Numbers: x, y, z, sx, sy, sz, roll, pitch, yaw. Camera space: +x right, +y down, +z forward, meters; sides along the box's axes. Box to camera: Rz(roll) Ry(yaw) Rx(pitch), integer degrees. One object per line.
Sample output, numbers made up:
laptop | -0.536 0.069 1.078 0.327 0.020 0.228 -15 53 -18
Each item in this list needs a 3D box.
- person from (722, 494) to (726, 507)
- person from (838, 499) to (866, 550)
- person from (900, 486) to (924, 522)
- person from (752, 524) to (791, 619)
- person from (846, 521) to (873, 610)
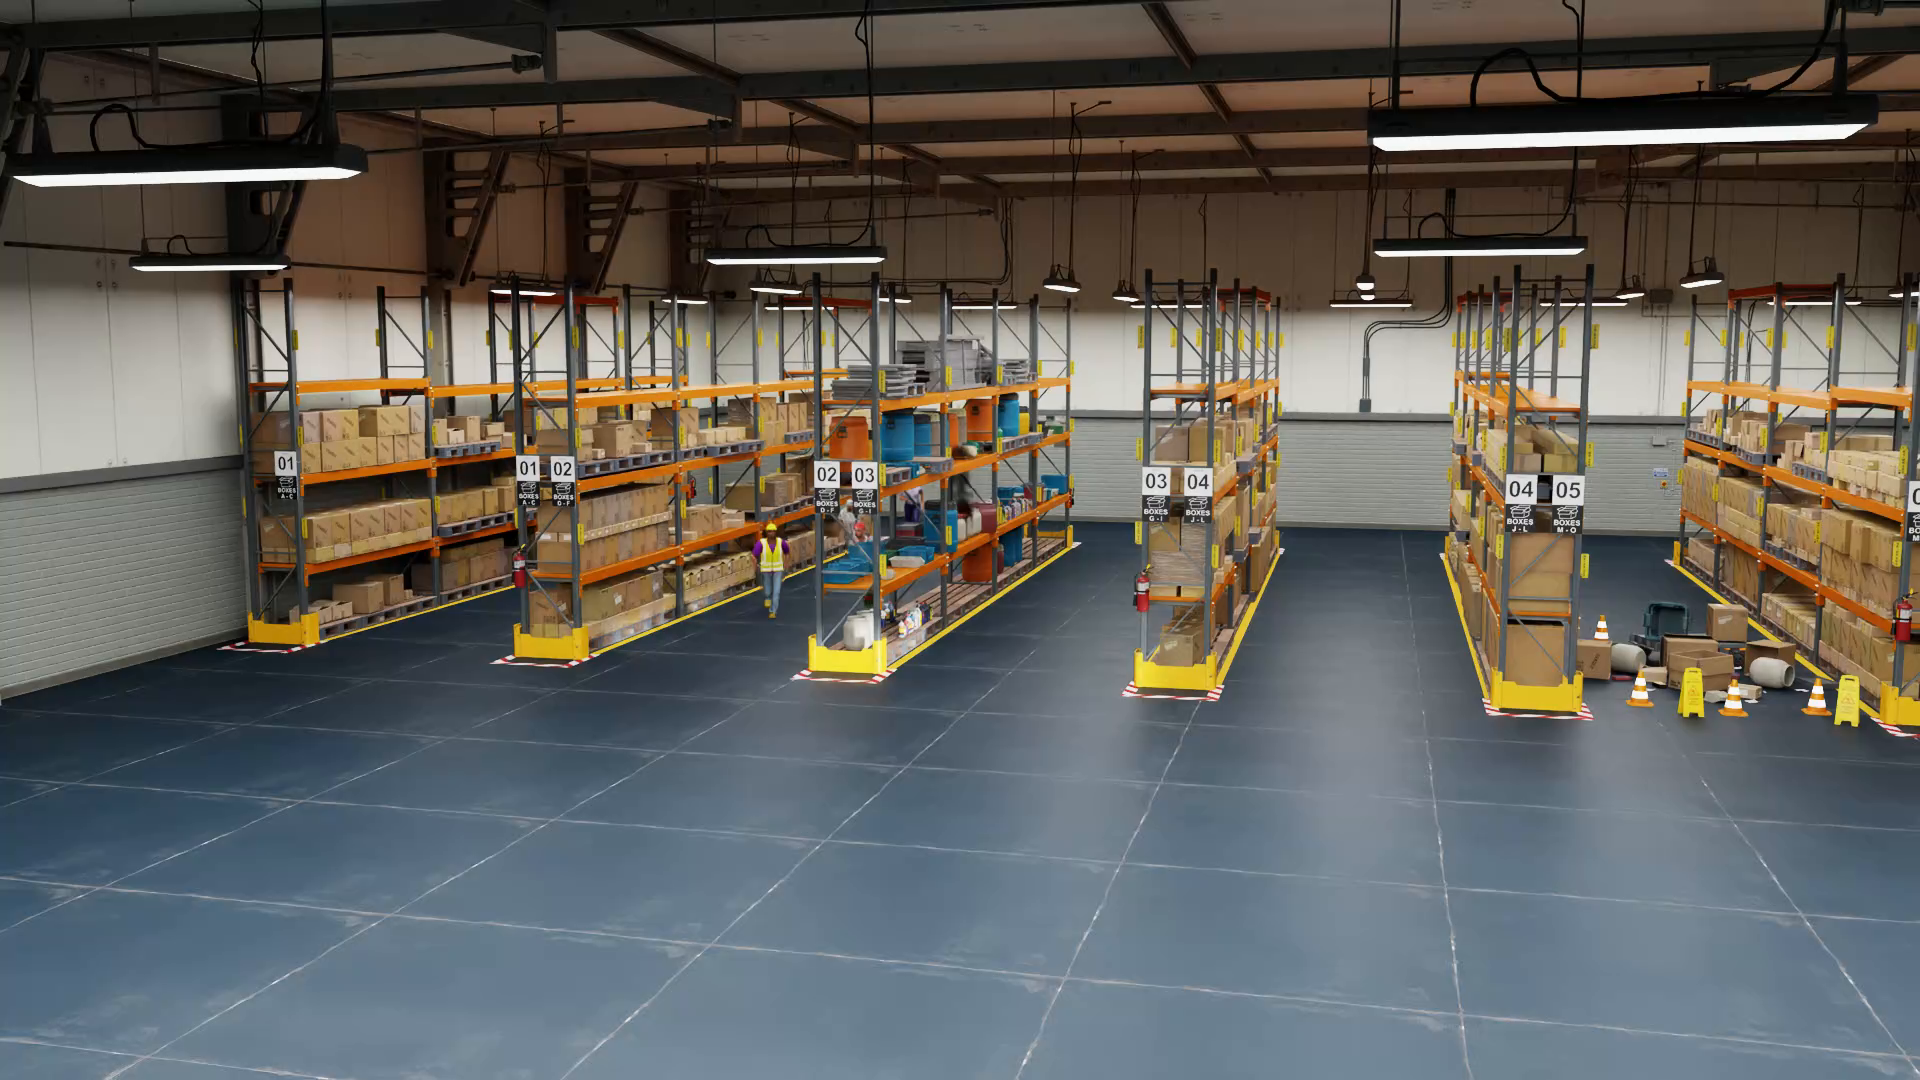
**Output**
person | -5.509 -0.658 41.044 0.706 1.486 1.031 -1 7 -4
person | -2.363 -0.115 36.356 0.615 1.626 0.969 0 7 1
person | -1.191 -0.735 40.982 0.579 1.692 0.856 0 7 2
person | -3.407 0.559 30.069 0.711 1.718 0.624 -1 7 -10
person | -1.727 0.514 30.134 0.613 1.740 0.984 4 8 30
